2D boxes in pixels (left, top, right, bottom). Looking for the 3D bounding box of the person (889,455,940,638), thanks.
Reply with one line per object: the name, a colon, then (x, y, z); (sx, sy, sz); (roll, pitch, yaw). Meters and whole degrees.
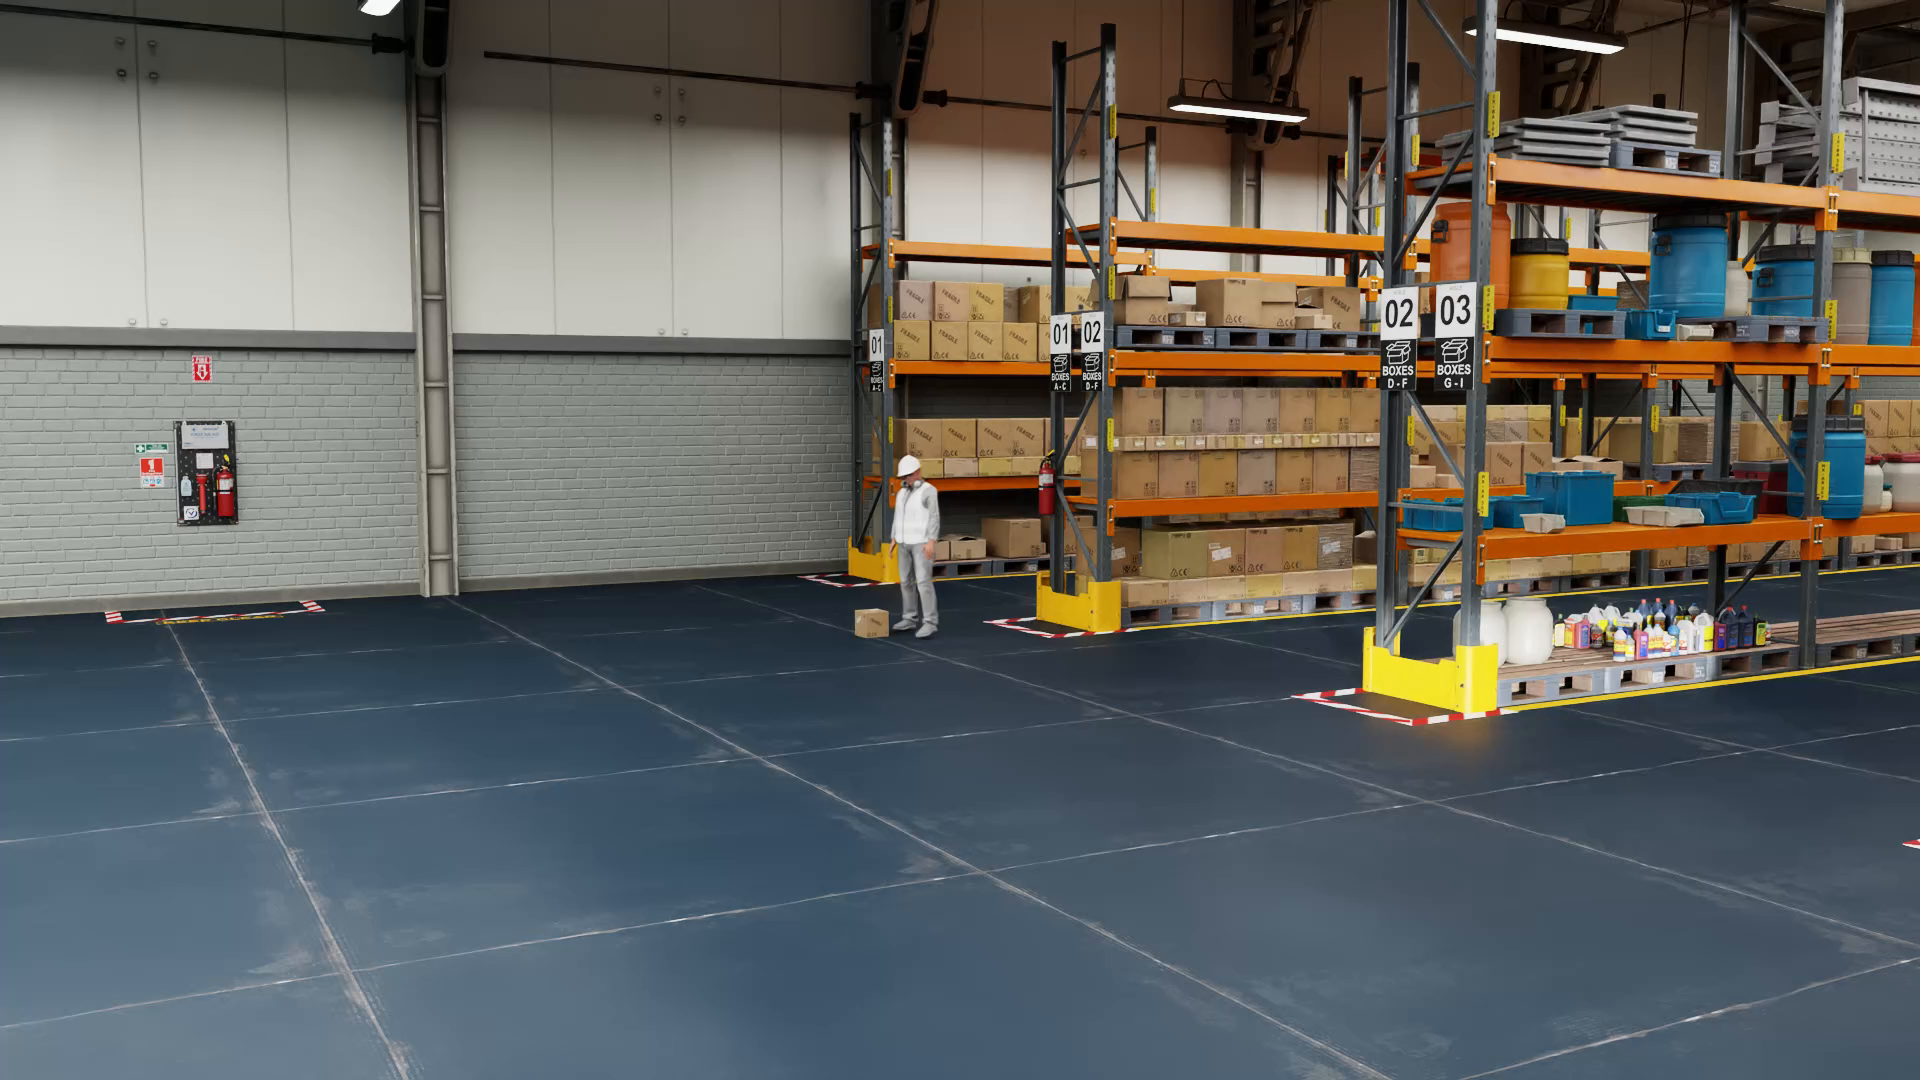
person: (-0.440, 0.045, 16.447); (0.533, 1.758, 0.713); (-5, 7, -45)
